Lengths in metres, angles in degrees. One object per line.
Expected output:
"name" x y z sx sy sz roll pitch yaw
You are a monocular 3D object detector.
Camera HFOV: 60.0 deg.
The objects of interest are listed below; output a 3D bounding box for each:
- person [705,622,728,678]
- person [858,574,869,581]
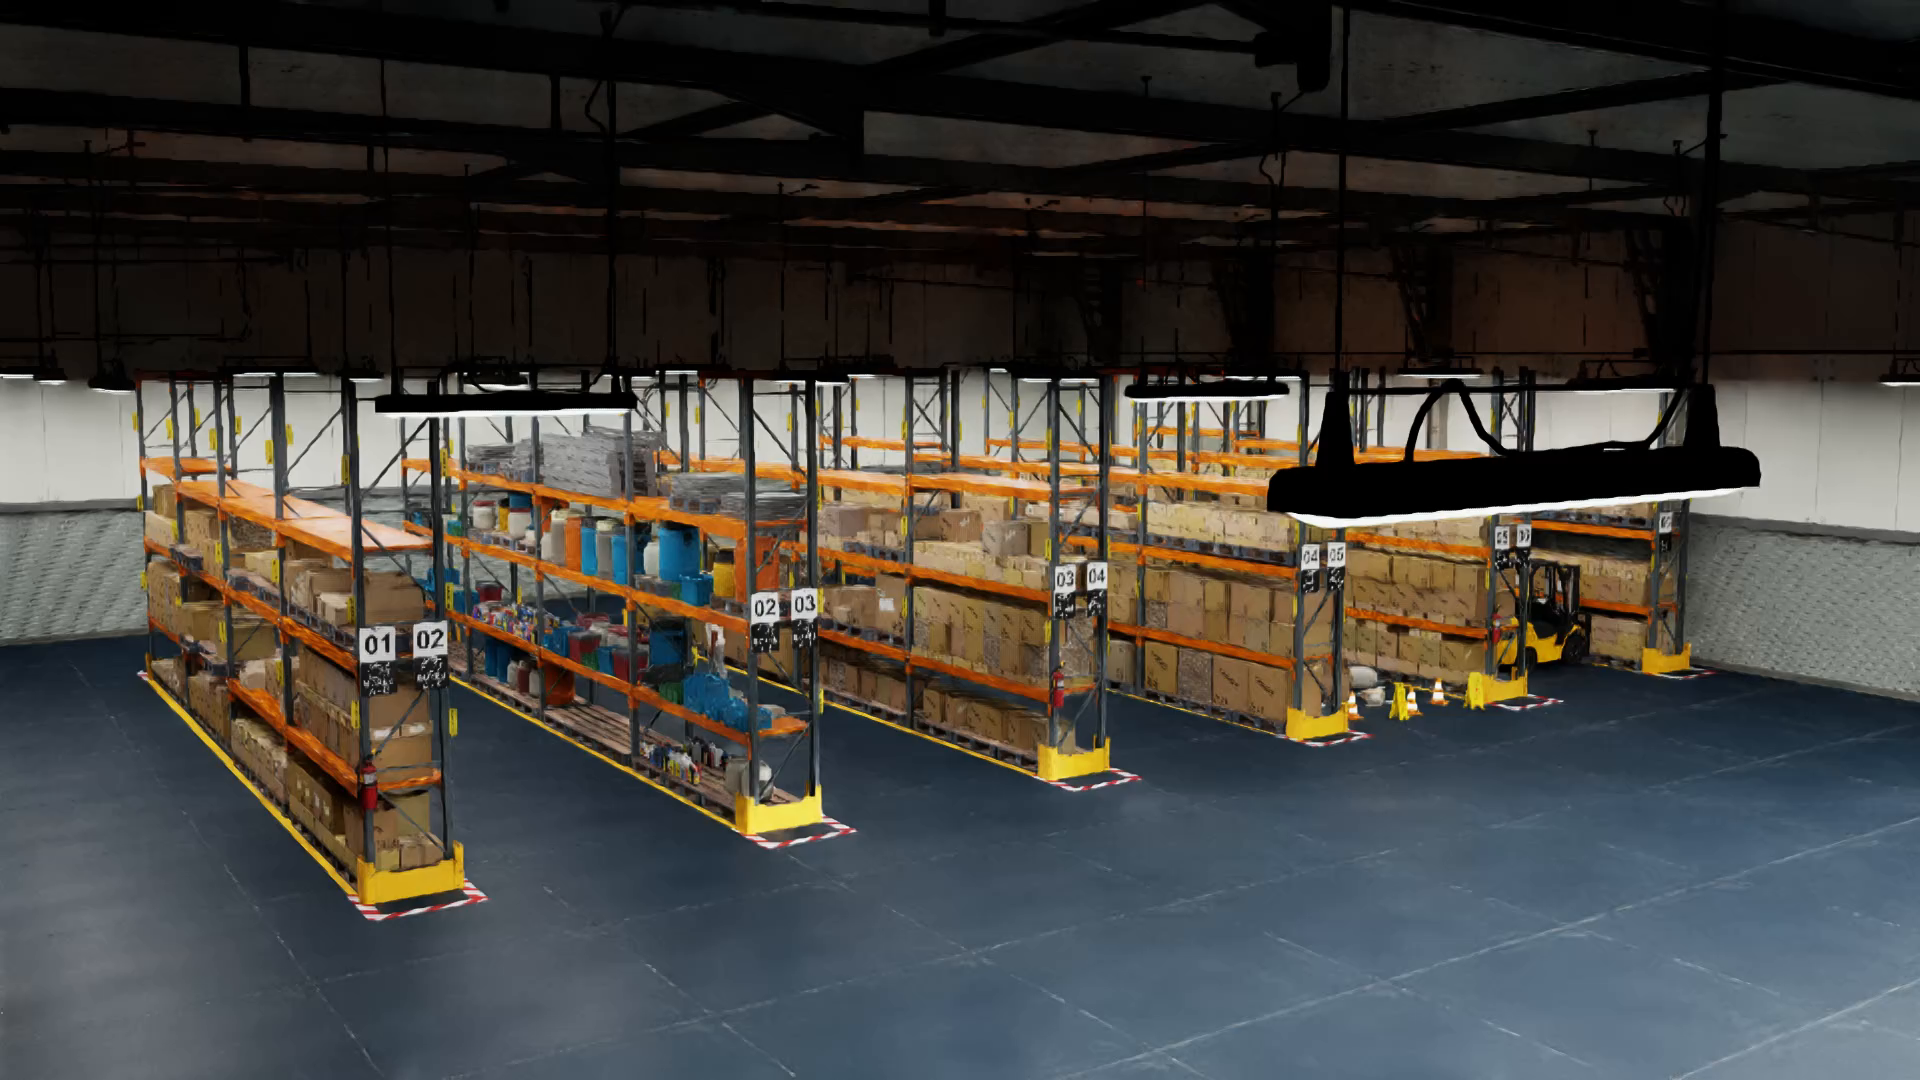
"person" -4.610 1.947 30.994 0.591 1.760 0.685 -1 7 -10
"person" -2.793 0.297 46.198 0.514 1.664 0.548 0 6 2
